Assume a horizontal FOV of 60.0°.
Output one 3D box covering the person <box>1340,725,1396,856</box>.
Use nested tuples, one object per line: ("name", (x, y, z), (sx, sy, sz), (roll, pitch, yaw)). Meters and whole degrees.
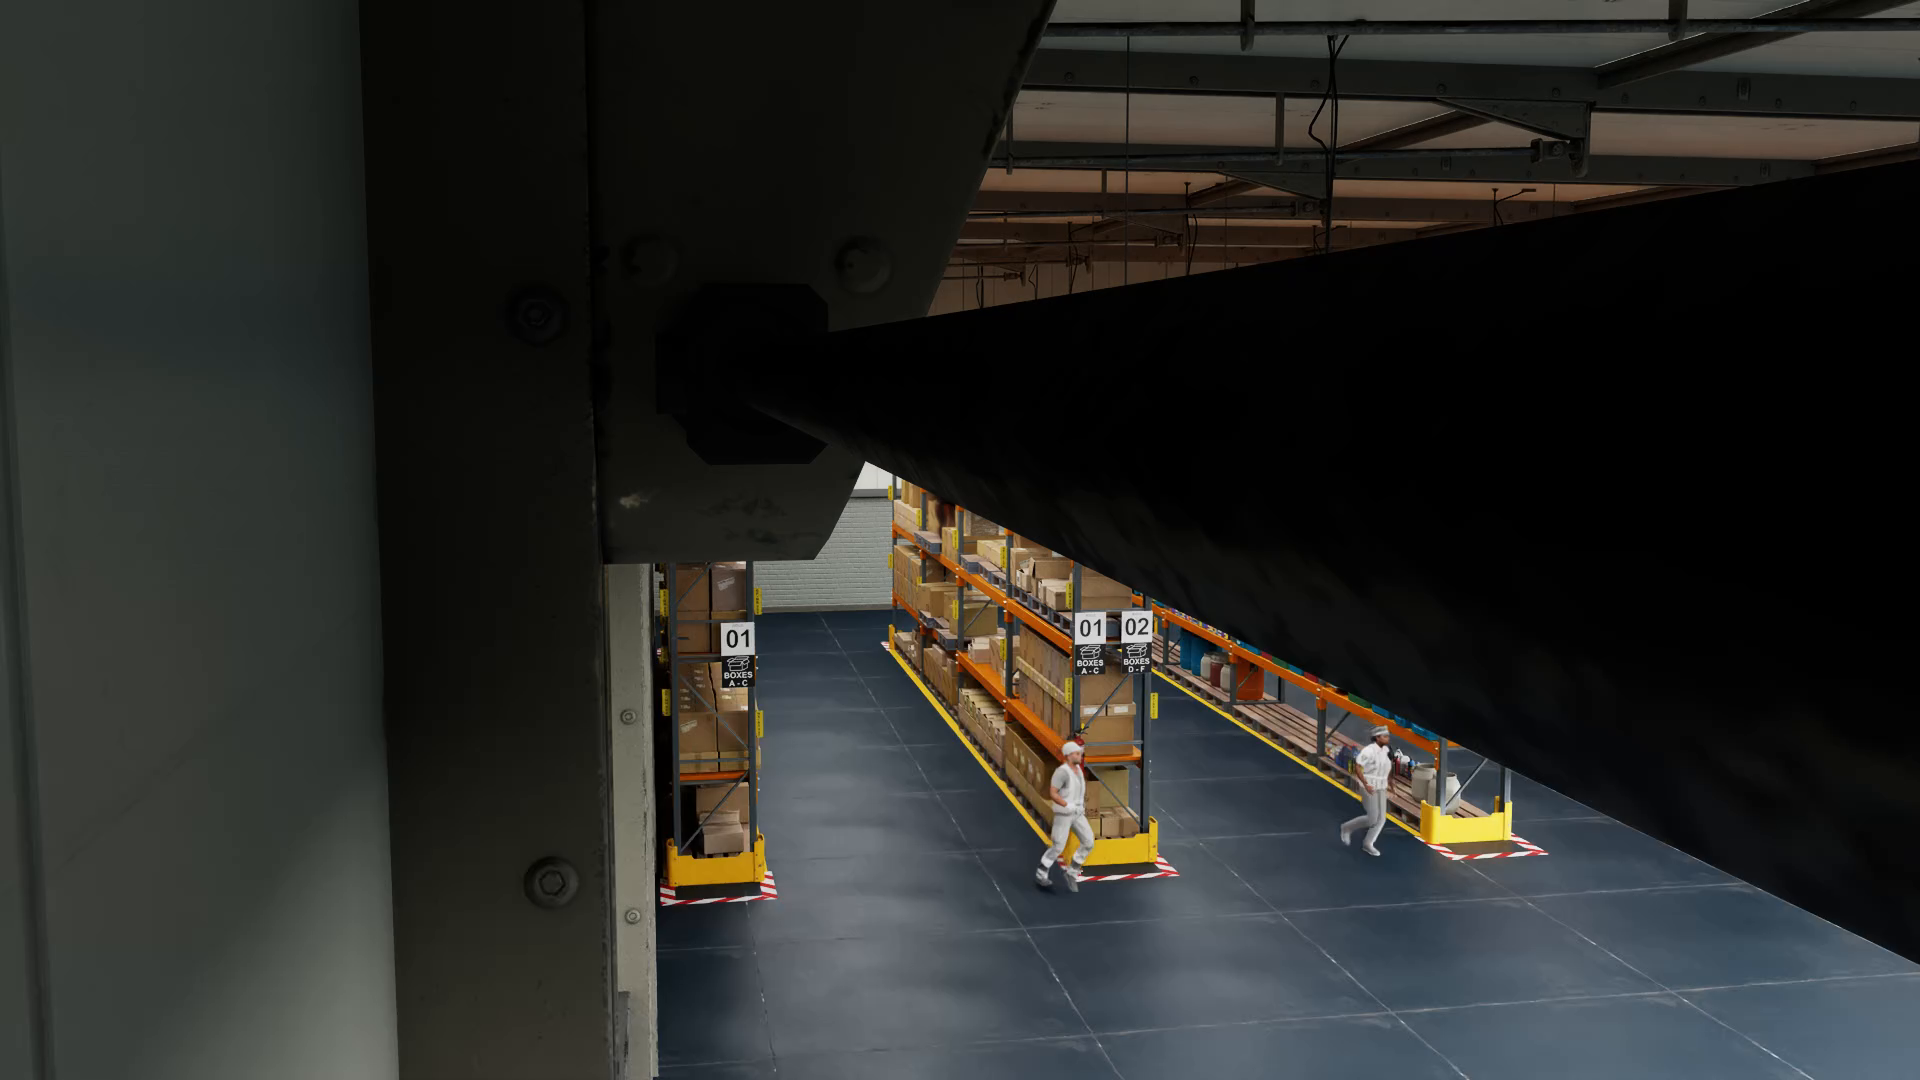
("person", (5.327, 3.196, 21.523), (0.658, 1.641, 0.567), (-5, 8, -39))

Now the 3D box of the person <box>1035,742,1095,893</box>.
("person", (1.321, 3.313, 19.966), (0.662, 1.793, 0.719), (5, 8, 40))
